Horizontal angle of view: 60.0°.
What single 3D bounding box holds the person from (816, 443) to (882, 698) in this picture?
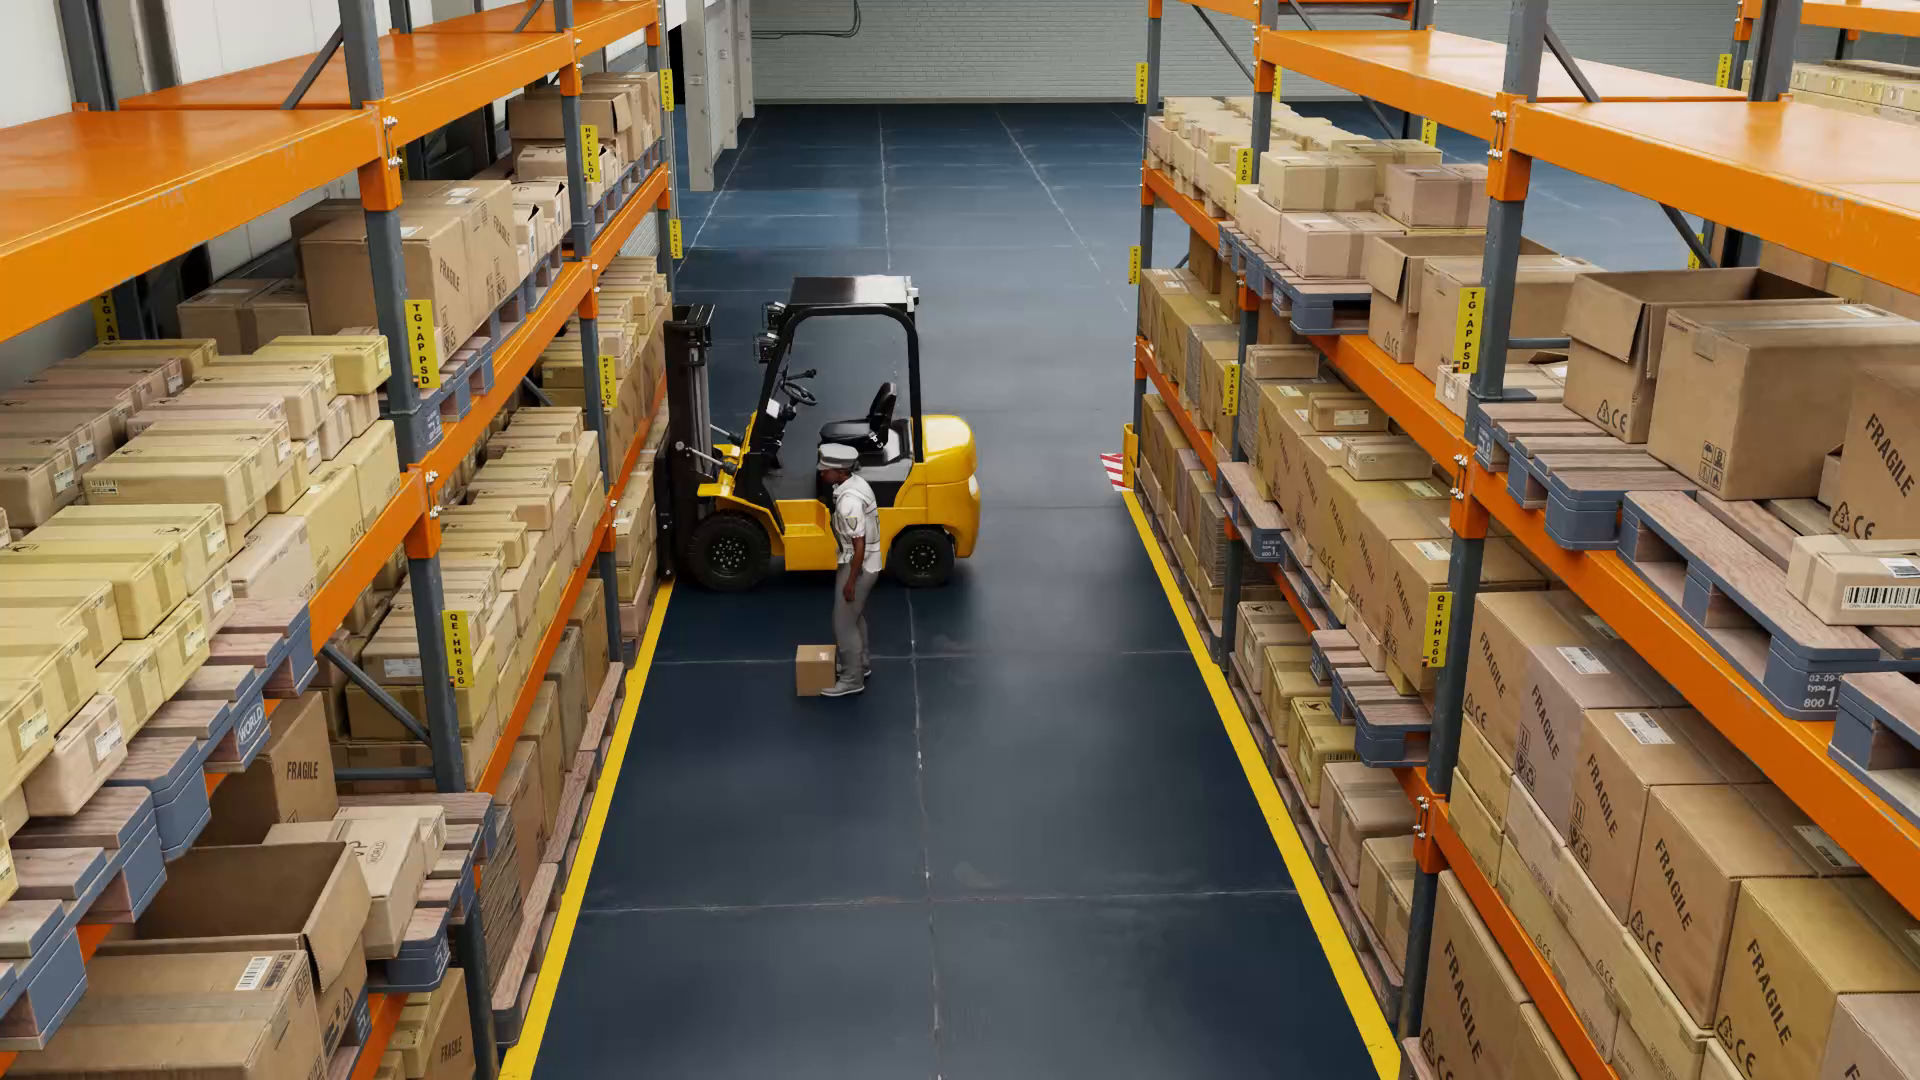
[{"bbox_3d":[-0.713,0.181,10.595,0.428,1.658,0.527,-2,21,-6],"label":"person"}]
